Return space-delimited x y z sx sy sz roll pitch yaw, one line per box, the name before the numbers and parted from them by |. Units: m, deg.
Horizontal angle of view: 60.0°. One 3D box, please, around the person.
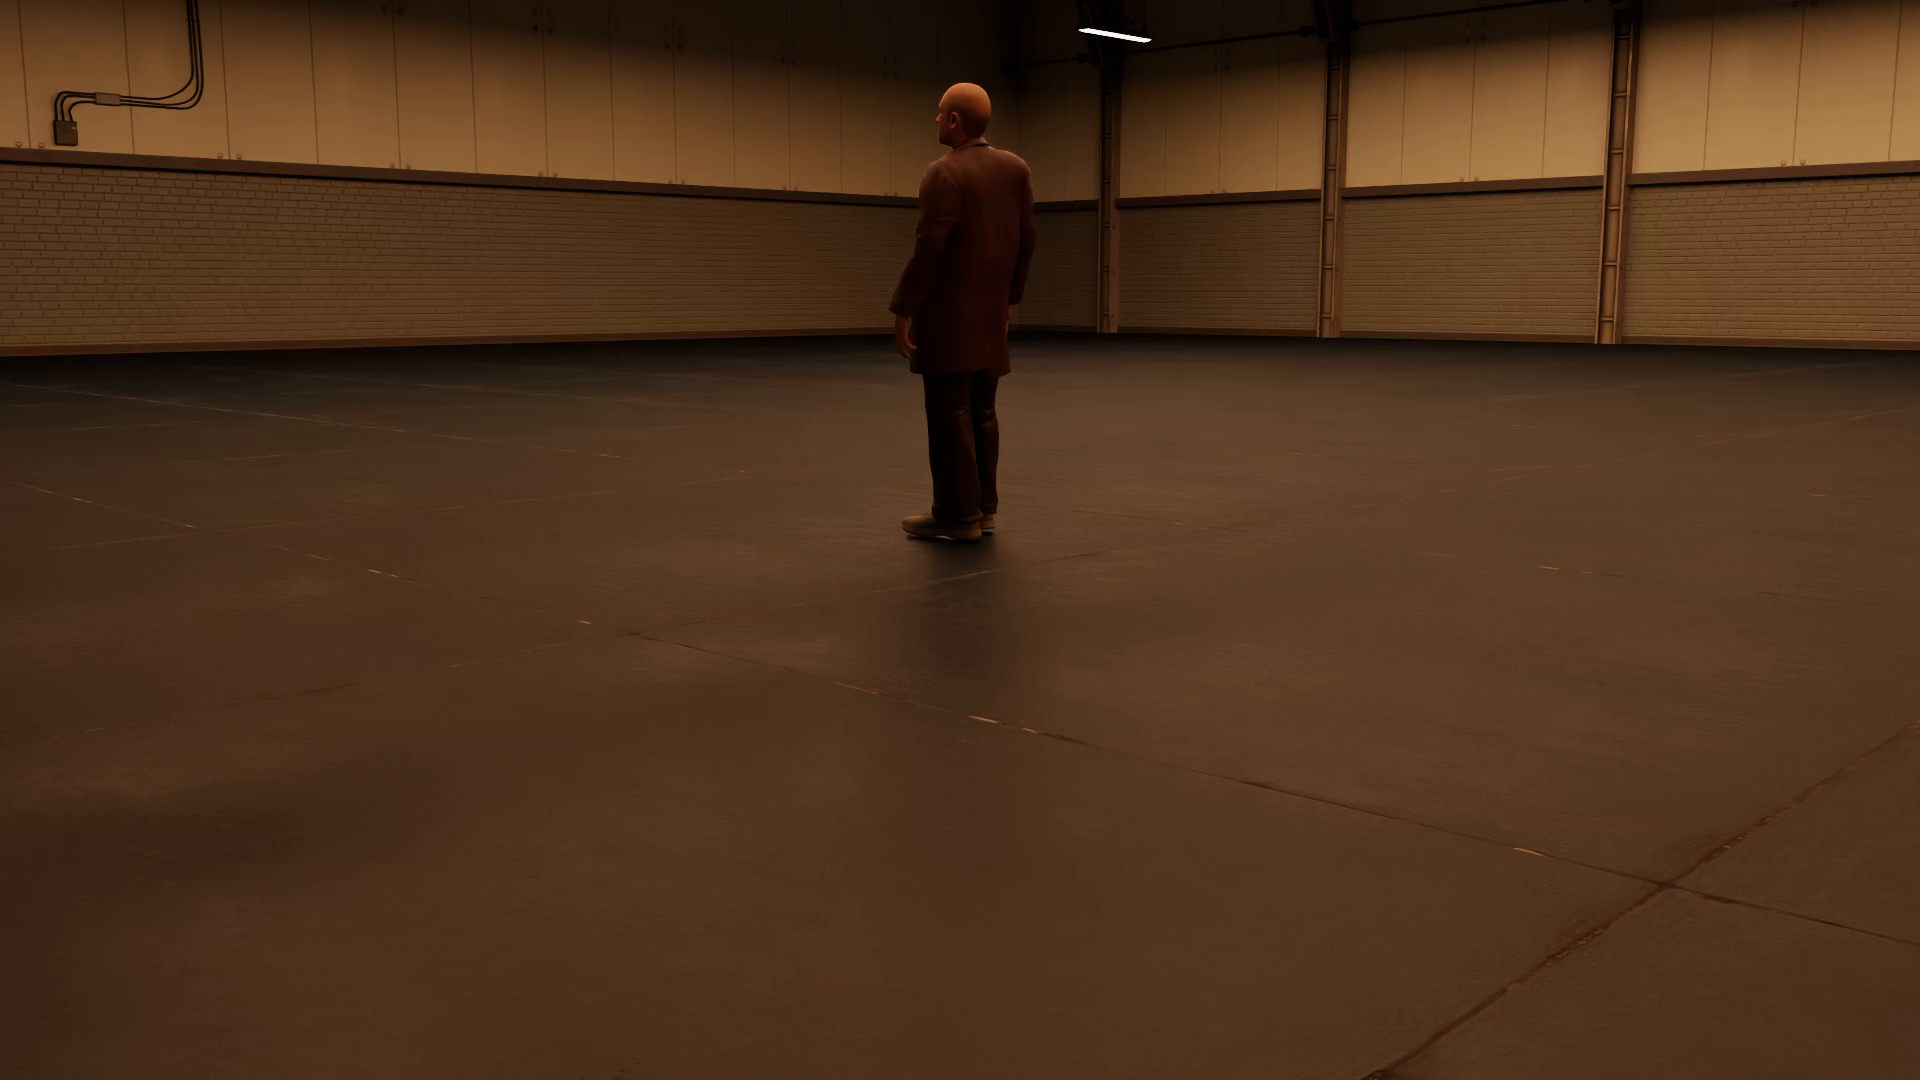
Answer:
person | -0.062 -0.896 6.650 0.582 1.775 0.696 8 12 43
